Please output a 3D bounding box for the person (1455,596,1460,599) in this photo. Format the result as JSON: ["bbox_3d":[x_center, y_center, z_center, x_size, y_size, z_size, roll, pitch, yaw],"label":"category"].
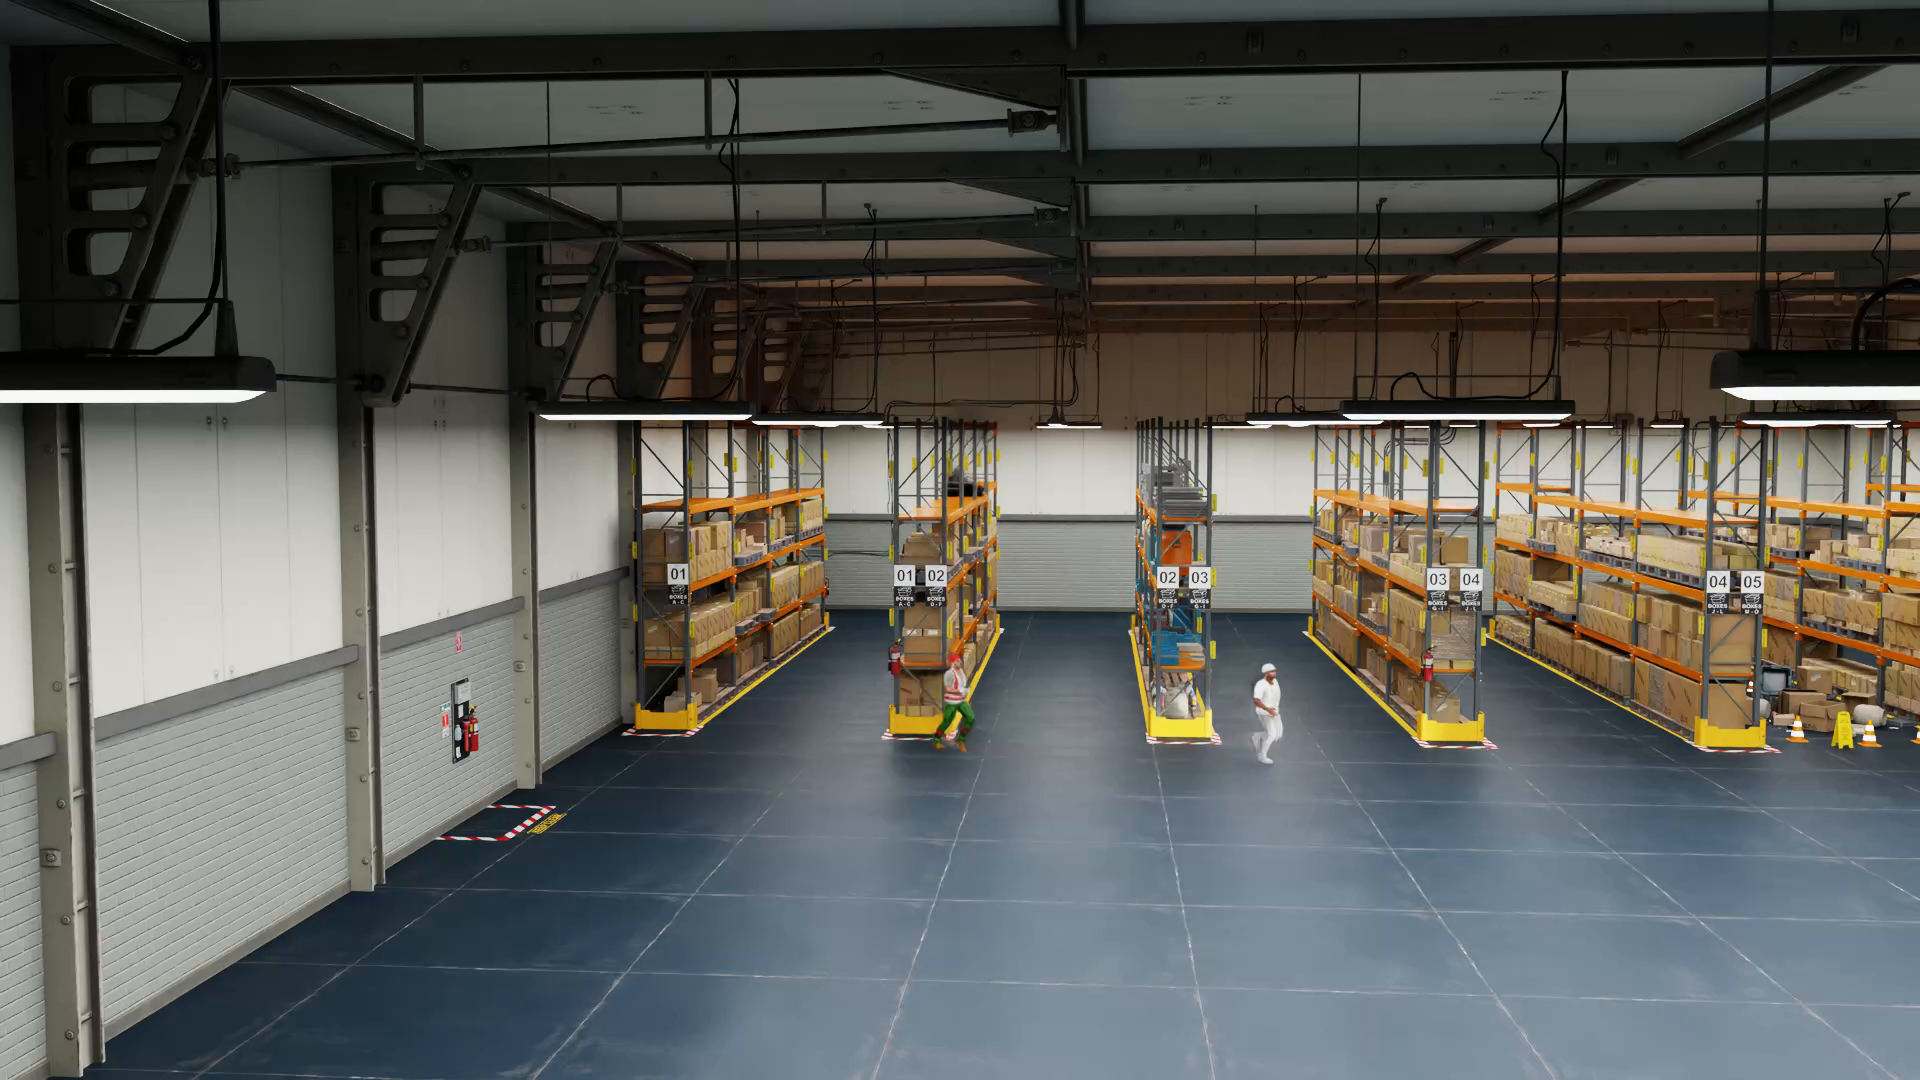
[{"bbox_3d":[13.470,1.886,45.843,0.747,1.693,0.531,2,4,25],"label":"person"}]

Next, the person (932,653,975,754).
[{"bbox_3d":[-0.071,2.896,29.556,0.891,1.790,0.676,4,5,43],"label":"person"}]

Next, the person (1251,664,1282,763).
[{"bbox_3d":[5.320,2.988,28.788,0.654,1.728,0.725,4,5,43],"label":"person"}]
